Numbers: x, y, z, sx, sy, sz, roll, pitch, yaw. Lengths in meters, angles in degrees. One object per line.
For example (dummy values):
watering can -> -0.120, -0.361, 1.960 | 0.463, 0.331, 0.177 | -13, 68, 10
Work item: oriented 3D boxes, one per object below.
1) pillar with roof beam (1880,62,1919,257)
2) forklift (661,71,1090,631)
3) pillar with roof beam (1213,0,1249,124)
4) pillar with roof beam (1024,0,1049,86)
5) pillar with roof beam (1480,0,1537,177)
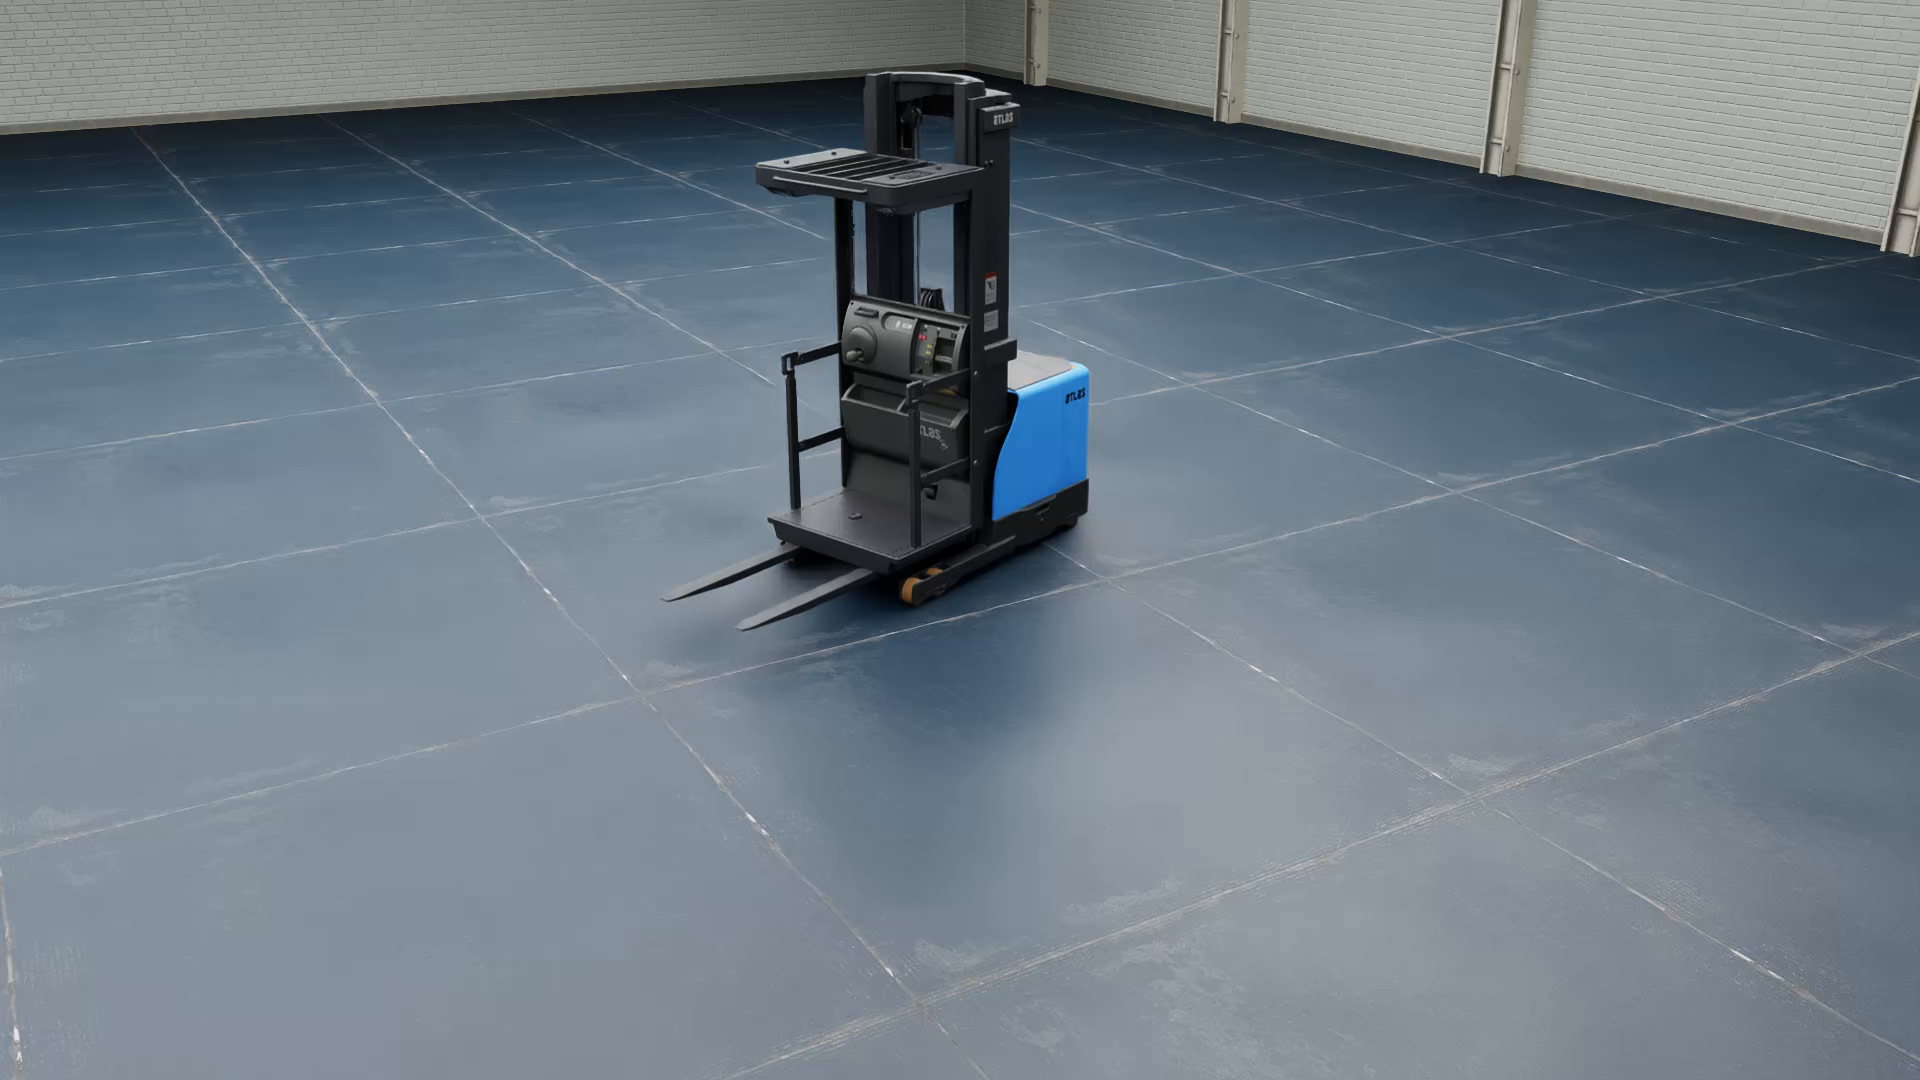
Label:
pillar with roof beam -> 6.998, -6.602, 15.104 | 9.100, 9.000, 0.400 | -13, 25, -28
forklift -> -0.472, -1.181, 9.824 | 1.130, 2.935, 3.031 | 17, 28, 36
pillar with roof beam -> 0.868, -10.487, 24.661 | 9.100, 9.000, 0.400 | -13, 25, -28
pillar with roof beam -> -2.197, -12.429, 29.440 | 9.100, 9.000, 0.400 | -13, 25, -28
pillar with roof beam -> 3.933, -8.545, 19.883 | 9.100, 9.000, 0.400 | -13, 25, -28
